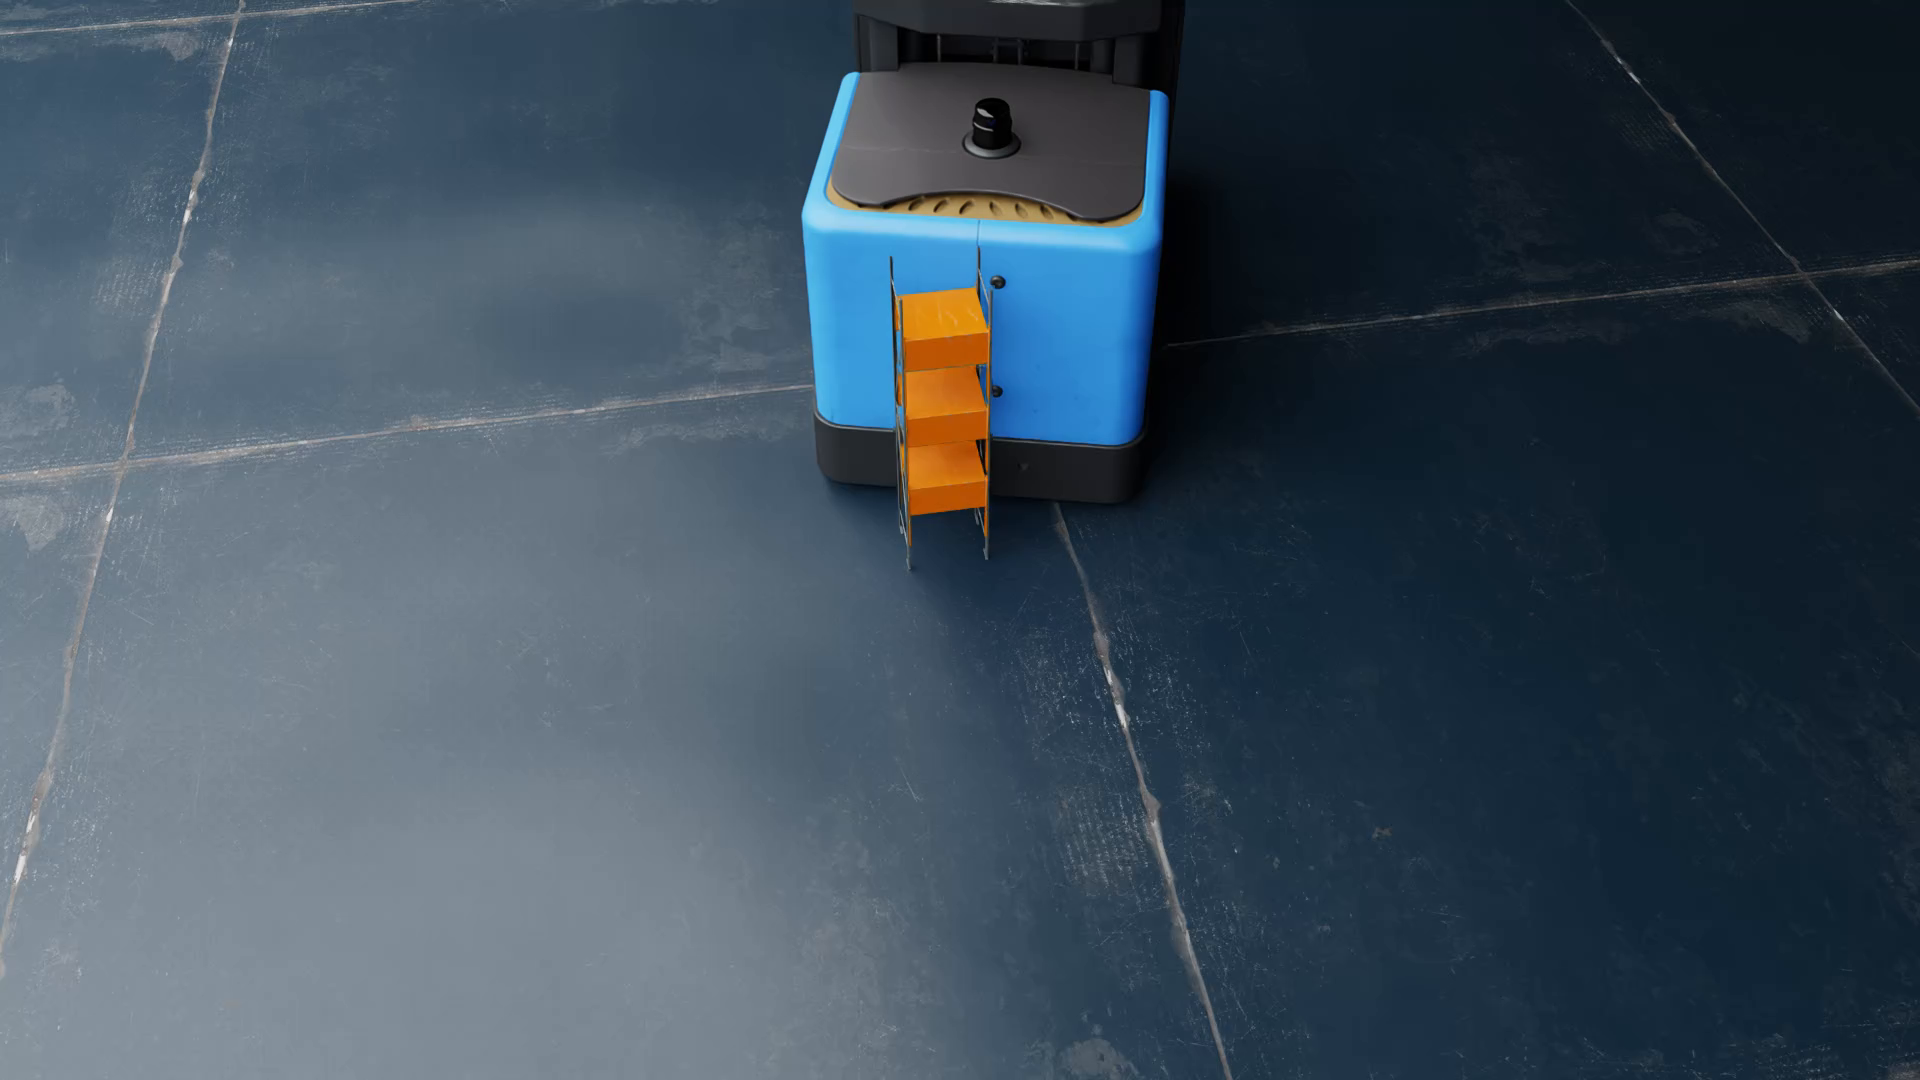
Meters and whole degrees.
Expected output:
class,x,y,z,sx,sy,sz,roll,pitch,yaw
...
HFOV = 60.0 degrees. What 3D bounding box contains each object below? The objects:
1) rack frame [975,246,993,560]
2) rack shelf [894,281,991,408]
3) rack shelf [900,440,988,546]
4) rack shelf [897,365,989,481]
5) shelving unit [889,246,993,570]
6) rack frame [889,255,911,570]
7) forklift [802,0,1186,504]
class,x,y,z,sx,sy,sz,roll,pitch,yaw
rack frame,0.068,-0.373,4.880,0.008,1.050,0.200,-7,46,-7
rack shelf,-0.053,-0.547,4.669,0.240,0.259,0.215,-7,46,-7
rack shelf,-0.053,-0.158,5.073,0.240,0.259,0.215,-7,46,-7
rack shelf,-0.053,-0.350,4.873,0.240,0.259,0.215,-7,46,-7
shelving unit,-0.053,-0.358,4.866,0.252,1.050,0.215,-7,46,-7
rack frame,-0.173,-0.343,4.851,0.008,1.050,0.200,-7,46,-7
forklift,0.218,-2.199,5.333,1.130,2.935,3.031,5,46,4
